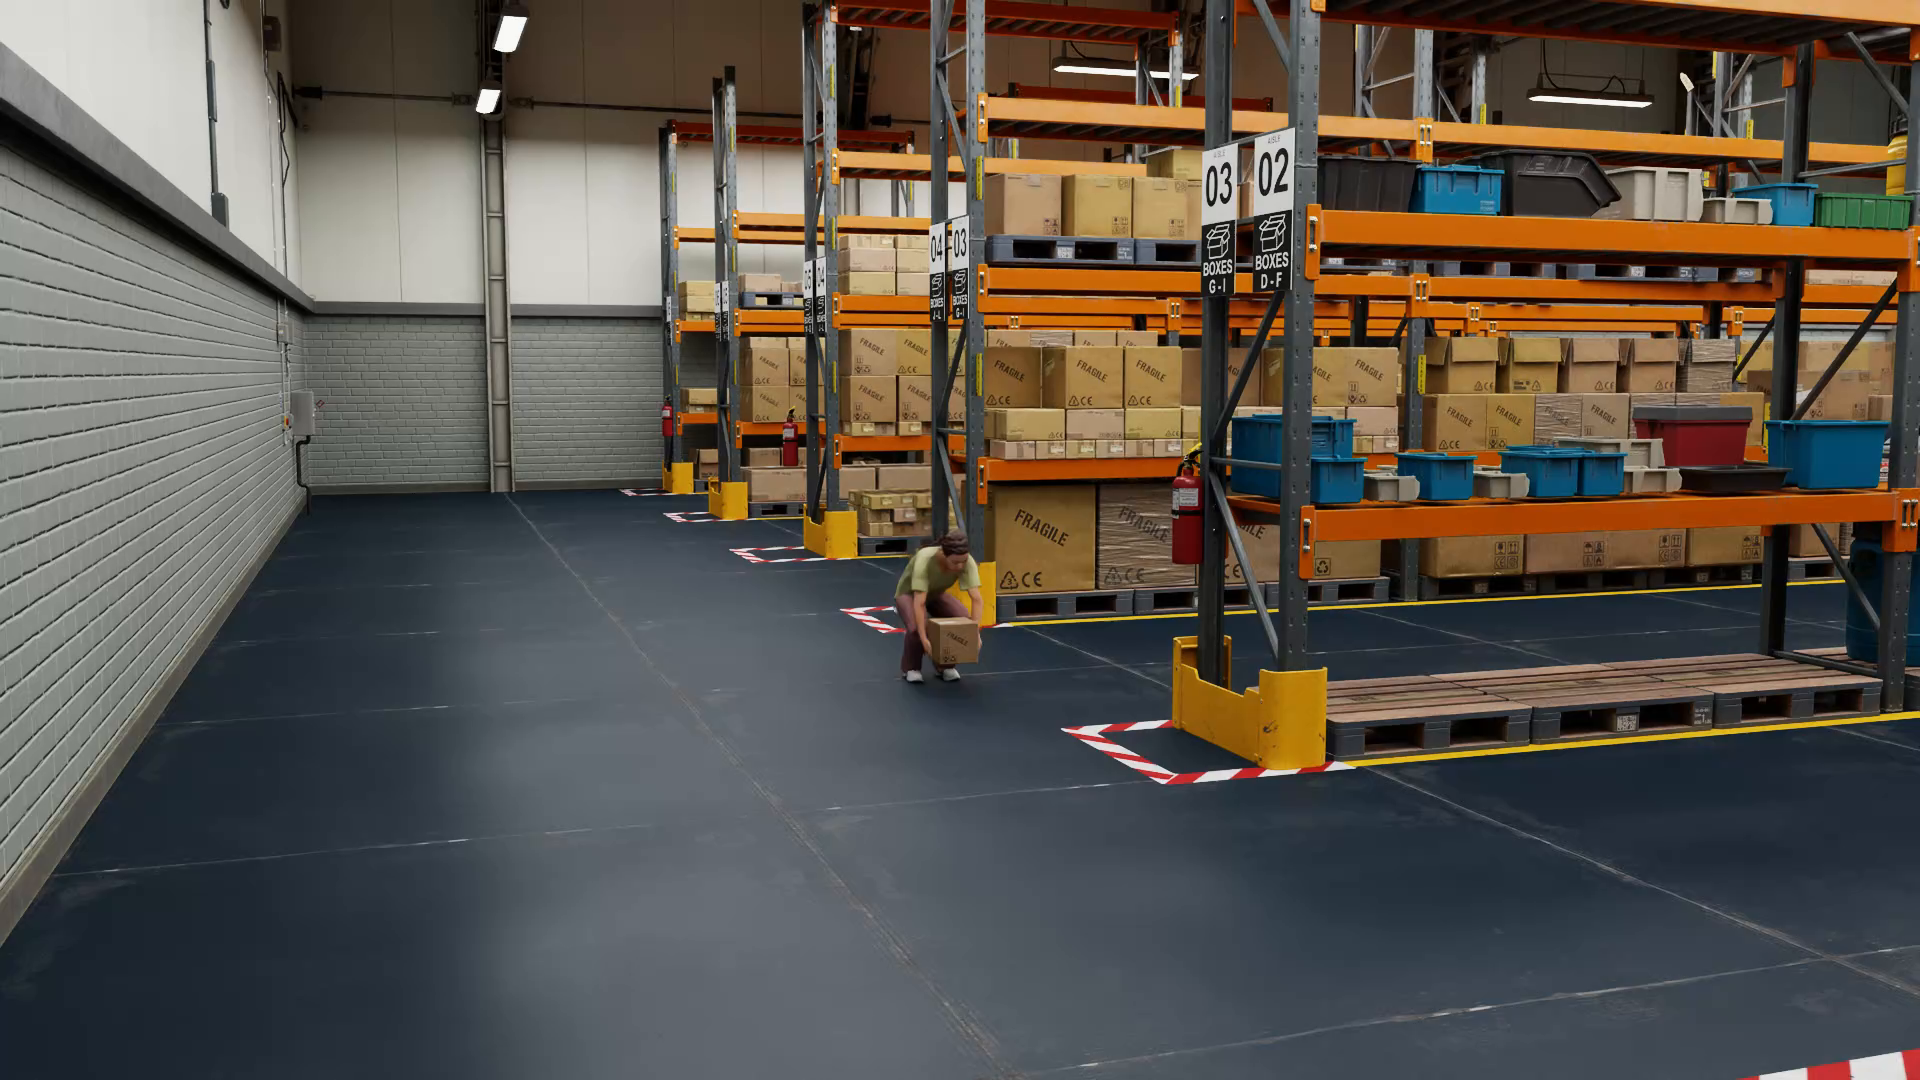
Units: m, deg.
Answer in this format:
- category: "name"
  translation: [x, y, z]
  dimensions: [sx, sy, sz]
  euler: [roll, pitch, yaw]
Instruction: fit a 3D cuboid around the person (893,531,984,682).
- category: "person"
  translation: [-0.138, 0.418, 10.744]
  dimensions: [0.494, 1.008, 0.766]
  euler: [-2, 6, -19]
